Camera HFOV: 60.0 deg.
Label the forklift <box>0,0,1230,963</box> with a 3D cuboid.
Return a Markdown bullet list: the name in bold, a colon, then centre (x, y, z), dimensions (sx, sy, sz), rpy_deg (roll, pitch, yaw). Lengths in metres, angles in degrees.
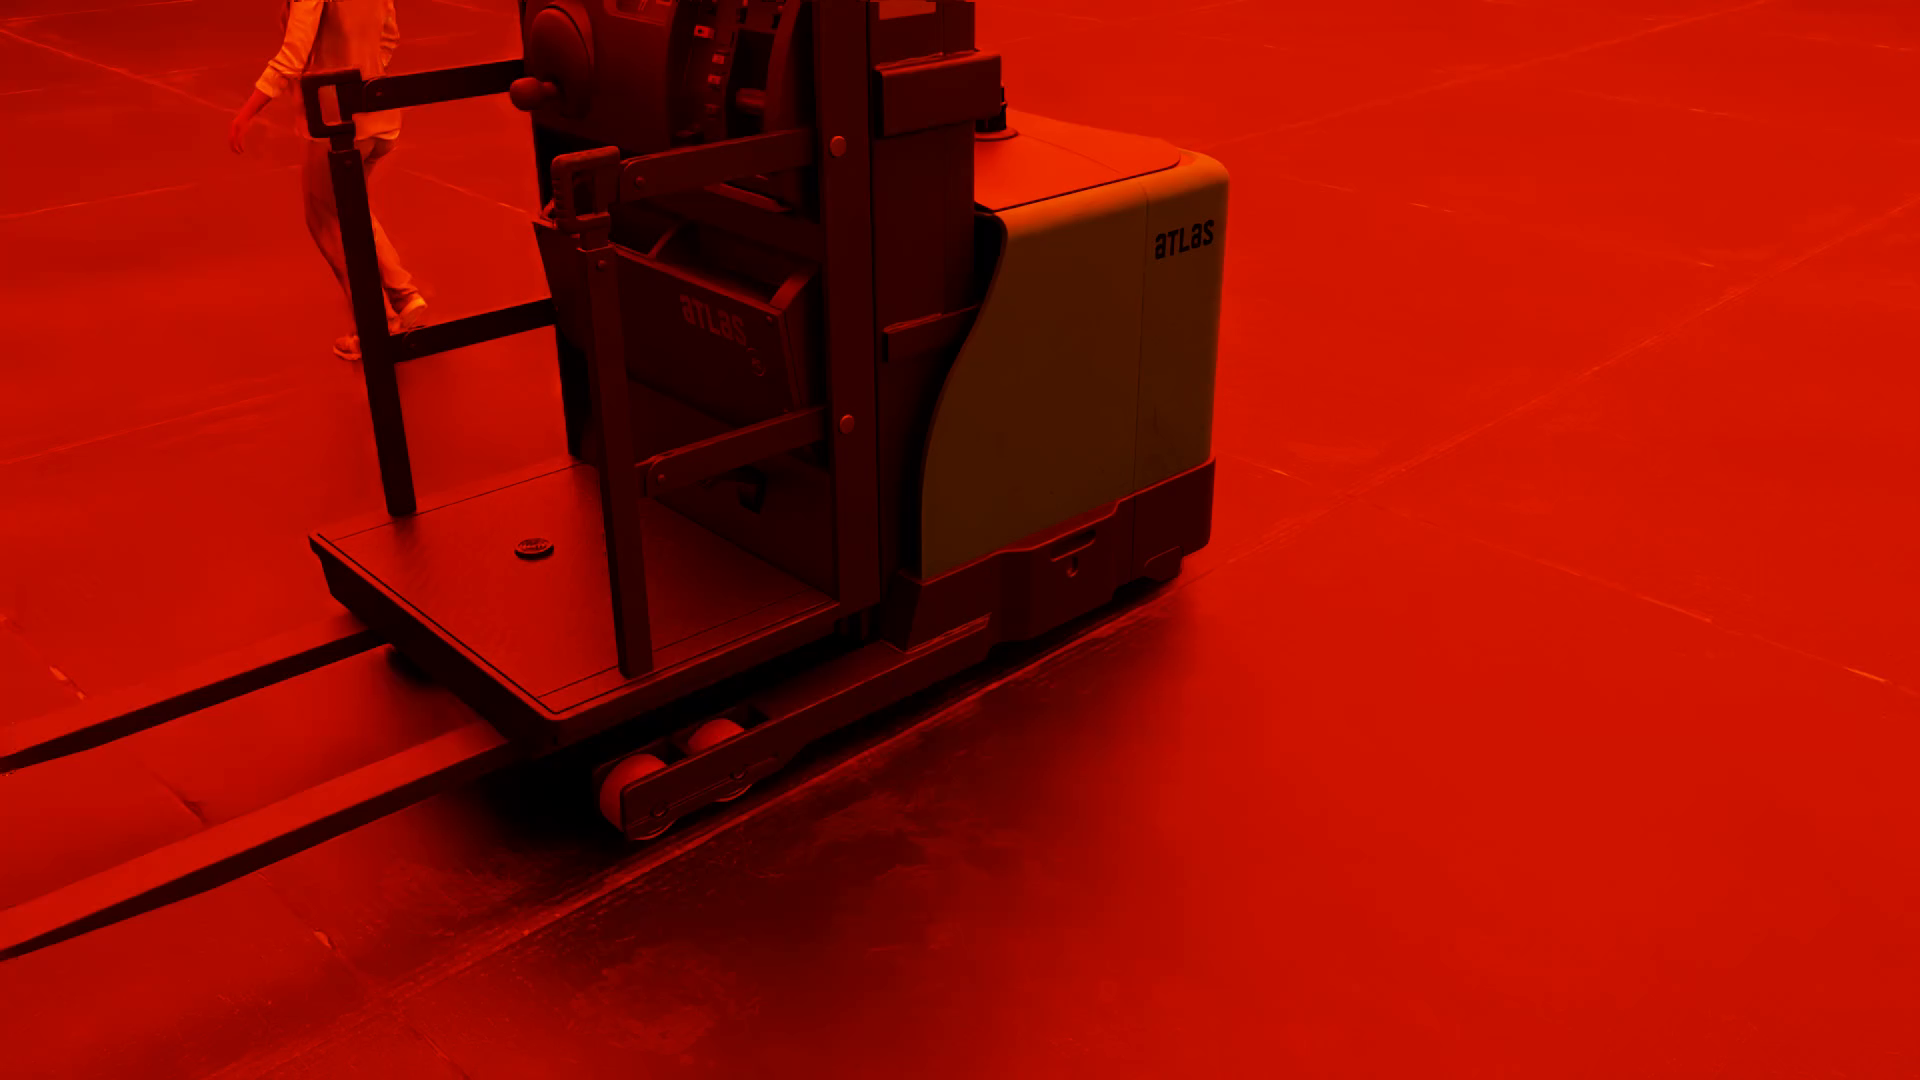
- **forklift**: centre (-0.764, -0.977, 3.206), dimensions (3.031, 2.935, 1.130), rpy_deg (-22, 34, -37)

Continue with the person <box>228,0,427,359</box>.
- **person**: centre (-2.098, -1.348, 5.519), dimensions (0.420, 1.580, 0.686), rpy_deg (11, 28, 21)
